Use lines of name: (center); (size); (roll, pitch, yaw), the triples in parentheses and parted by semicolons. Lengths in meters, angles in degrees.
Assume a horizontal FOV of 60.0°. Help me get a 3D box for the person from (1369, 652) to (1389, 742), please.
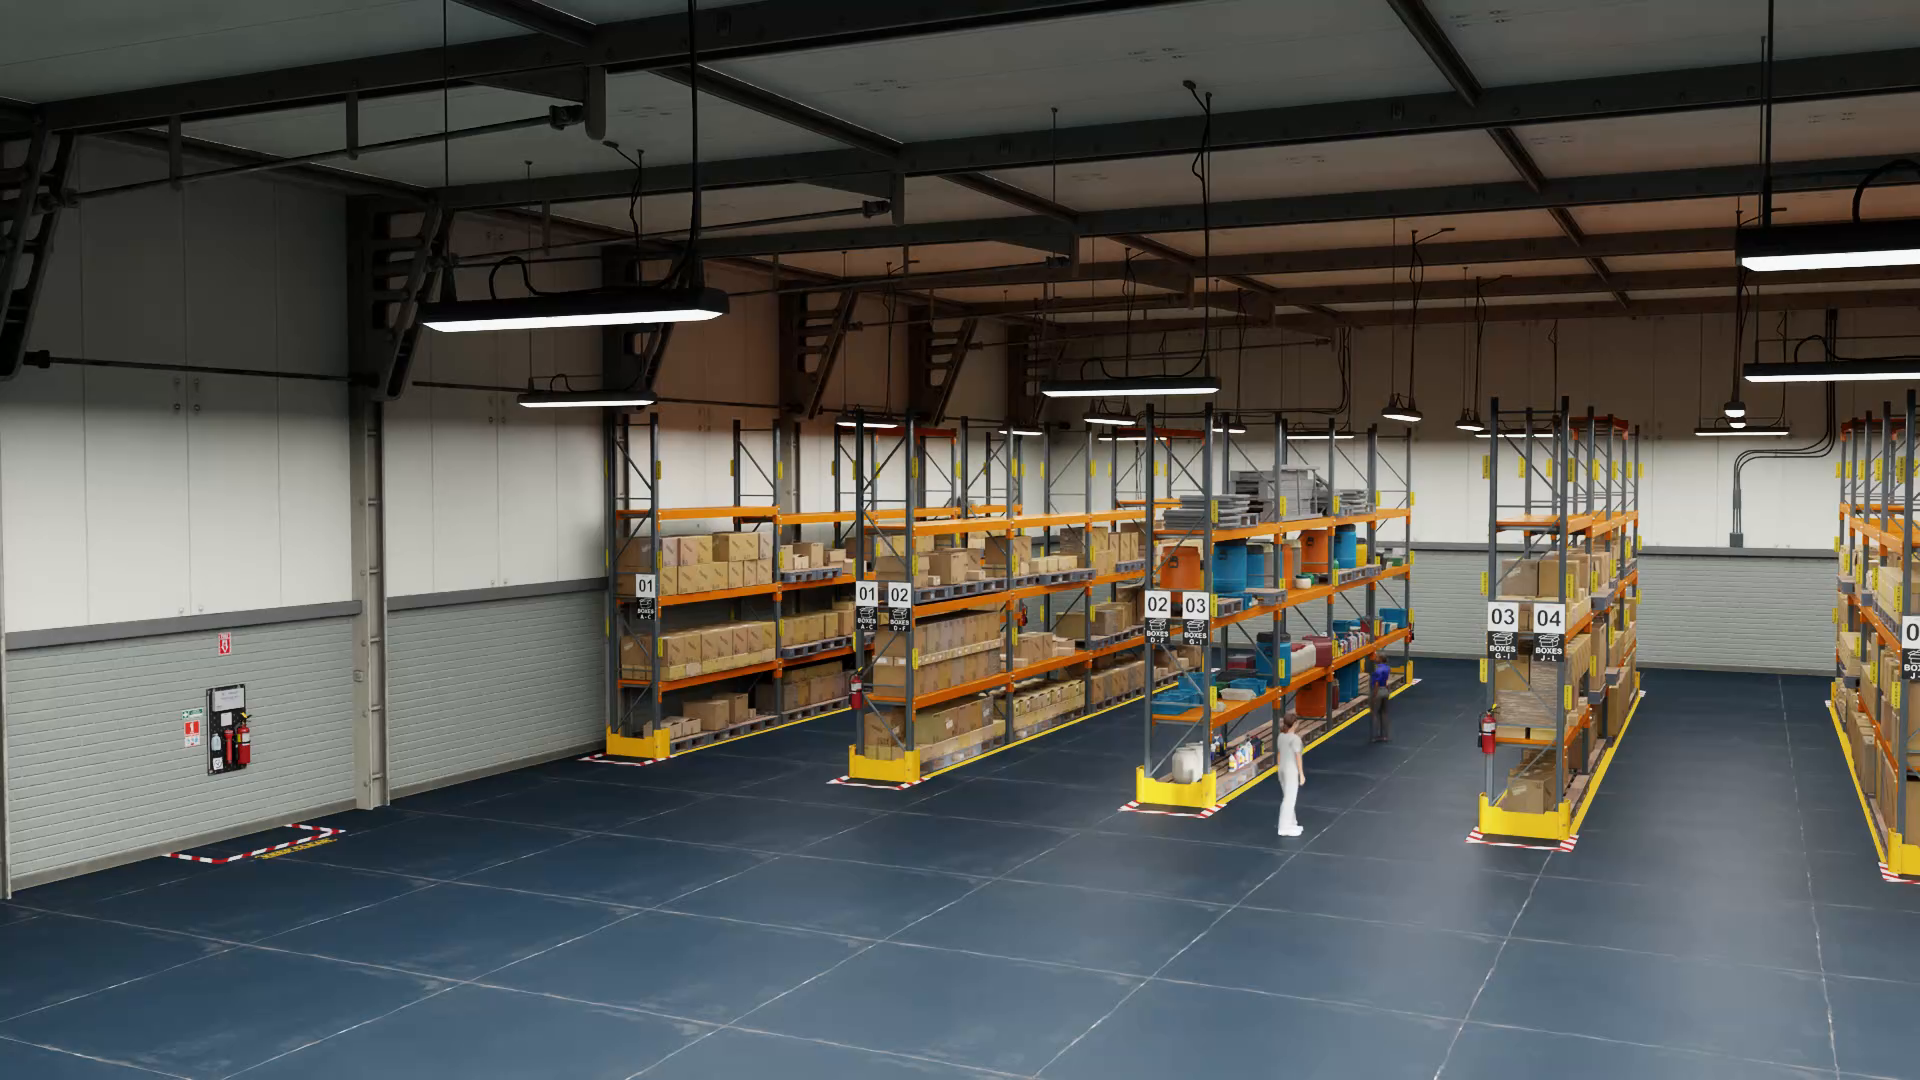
person: (7.718, 2.939, 30.707); (0.447, 1.558, 0.391); (-2, 3, -36)

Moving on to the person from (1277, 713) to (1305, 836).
person: (4.602, 3.209, 22.830); (0.519, 1.678, 0.491); (-1, 3, -21)
